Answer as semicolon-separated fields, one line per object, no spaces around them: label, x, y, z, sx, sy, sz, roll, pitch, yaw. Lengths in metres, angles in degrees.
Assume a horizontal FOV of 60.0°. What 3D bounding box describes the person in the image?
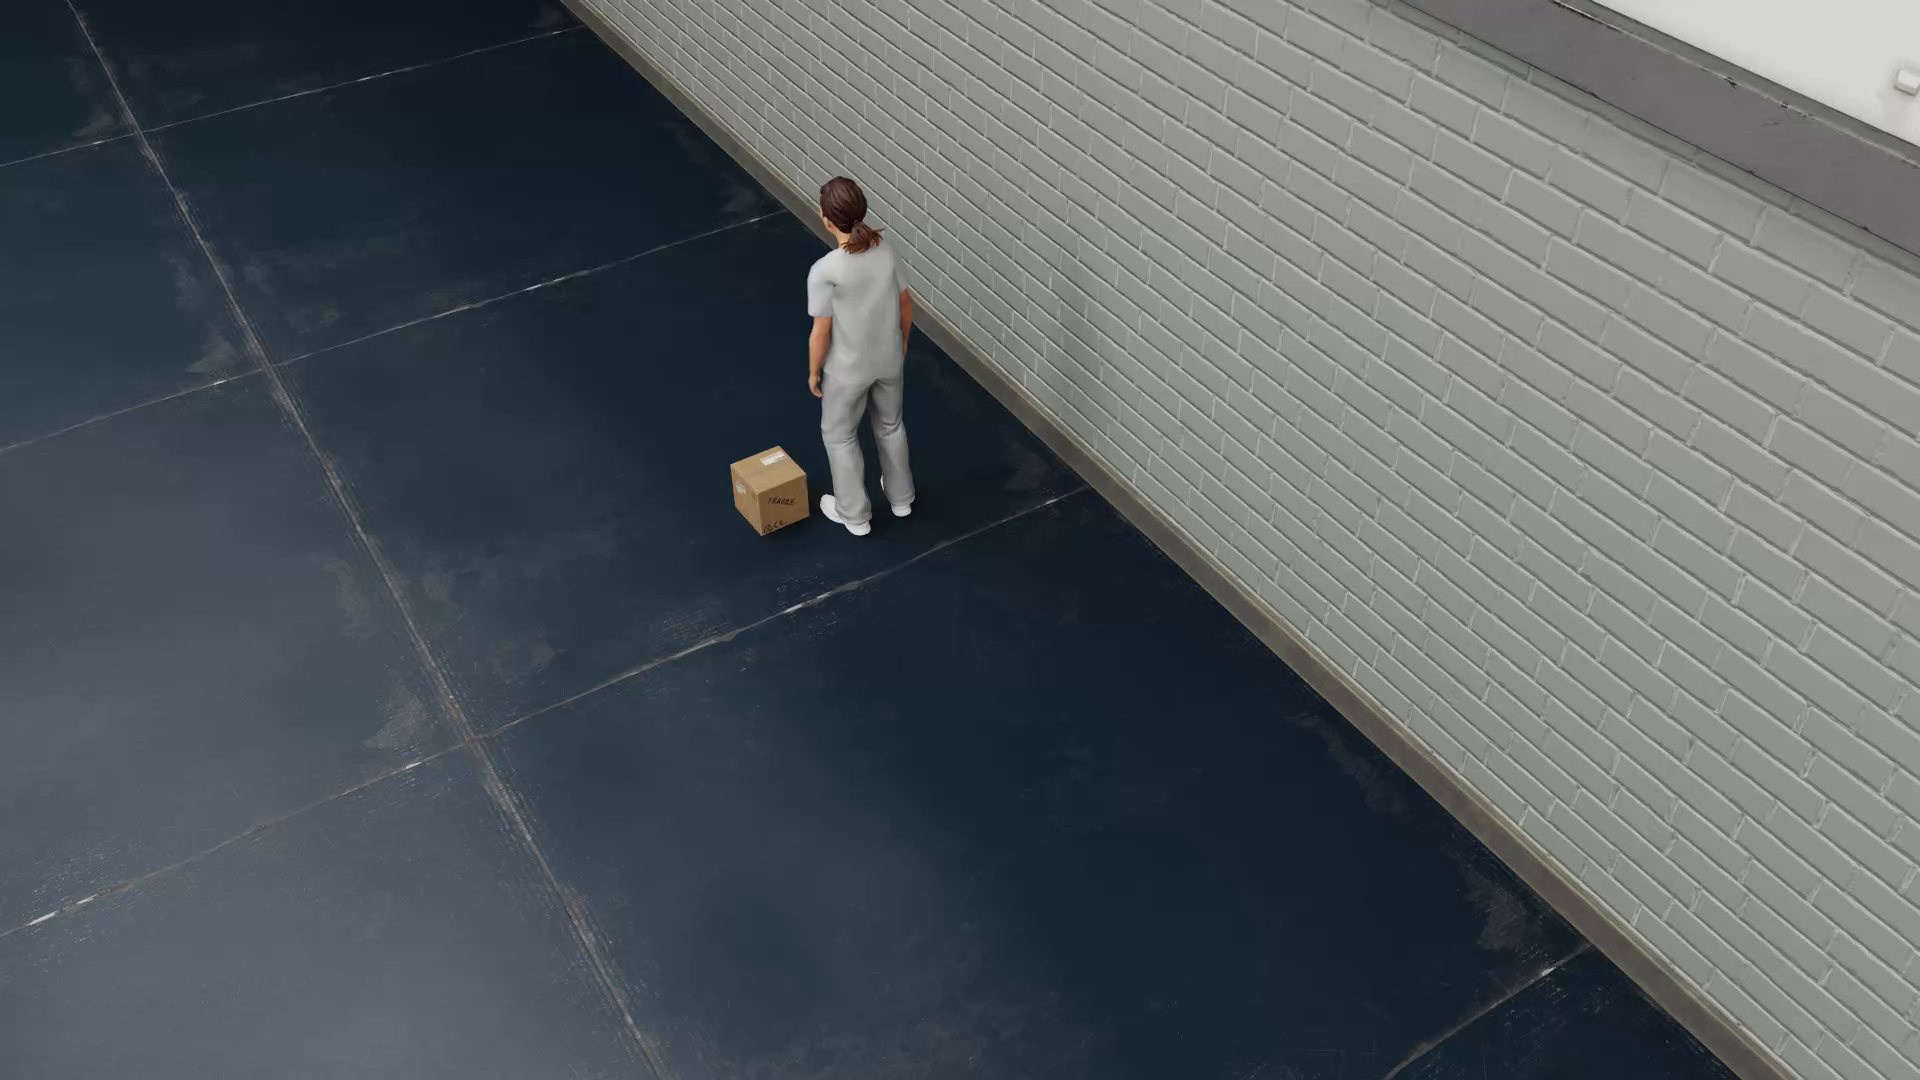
person;-0.423;-0.753;7.027;0.484;1.672;0.360;-23;46;-24
